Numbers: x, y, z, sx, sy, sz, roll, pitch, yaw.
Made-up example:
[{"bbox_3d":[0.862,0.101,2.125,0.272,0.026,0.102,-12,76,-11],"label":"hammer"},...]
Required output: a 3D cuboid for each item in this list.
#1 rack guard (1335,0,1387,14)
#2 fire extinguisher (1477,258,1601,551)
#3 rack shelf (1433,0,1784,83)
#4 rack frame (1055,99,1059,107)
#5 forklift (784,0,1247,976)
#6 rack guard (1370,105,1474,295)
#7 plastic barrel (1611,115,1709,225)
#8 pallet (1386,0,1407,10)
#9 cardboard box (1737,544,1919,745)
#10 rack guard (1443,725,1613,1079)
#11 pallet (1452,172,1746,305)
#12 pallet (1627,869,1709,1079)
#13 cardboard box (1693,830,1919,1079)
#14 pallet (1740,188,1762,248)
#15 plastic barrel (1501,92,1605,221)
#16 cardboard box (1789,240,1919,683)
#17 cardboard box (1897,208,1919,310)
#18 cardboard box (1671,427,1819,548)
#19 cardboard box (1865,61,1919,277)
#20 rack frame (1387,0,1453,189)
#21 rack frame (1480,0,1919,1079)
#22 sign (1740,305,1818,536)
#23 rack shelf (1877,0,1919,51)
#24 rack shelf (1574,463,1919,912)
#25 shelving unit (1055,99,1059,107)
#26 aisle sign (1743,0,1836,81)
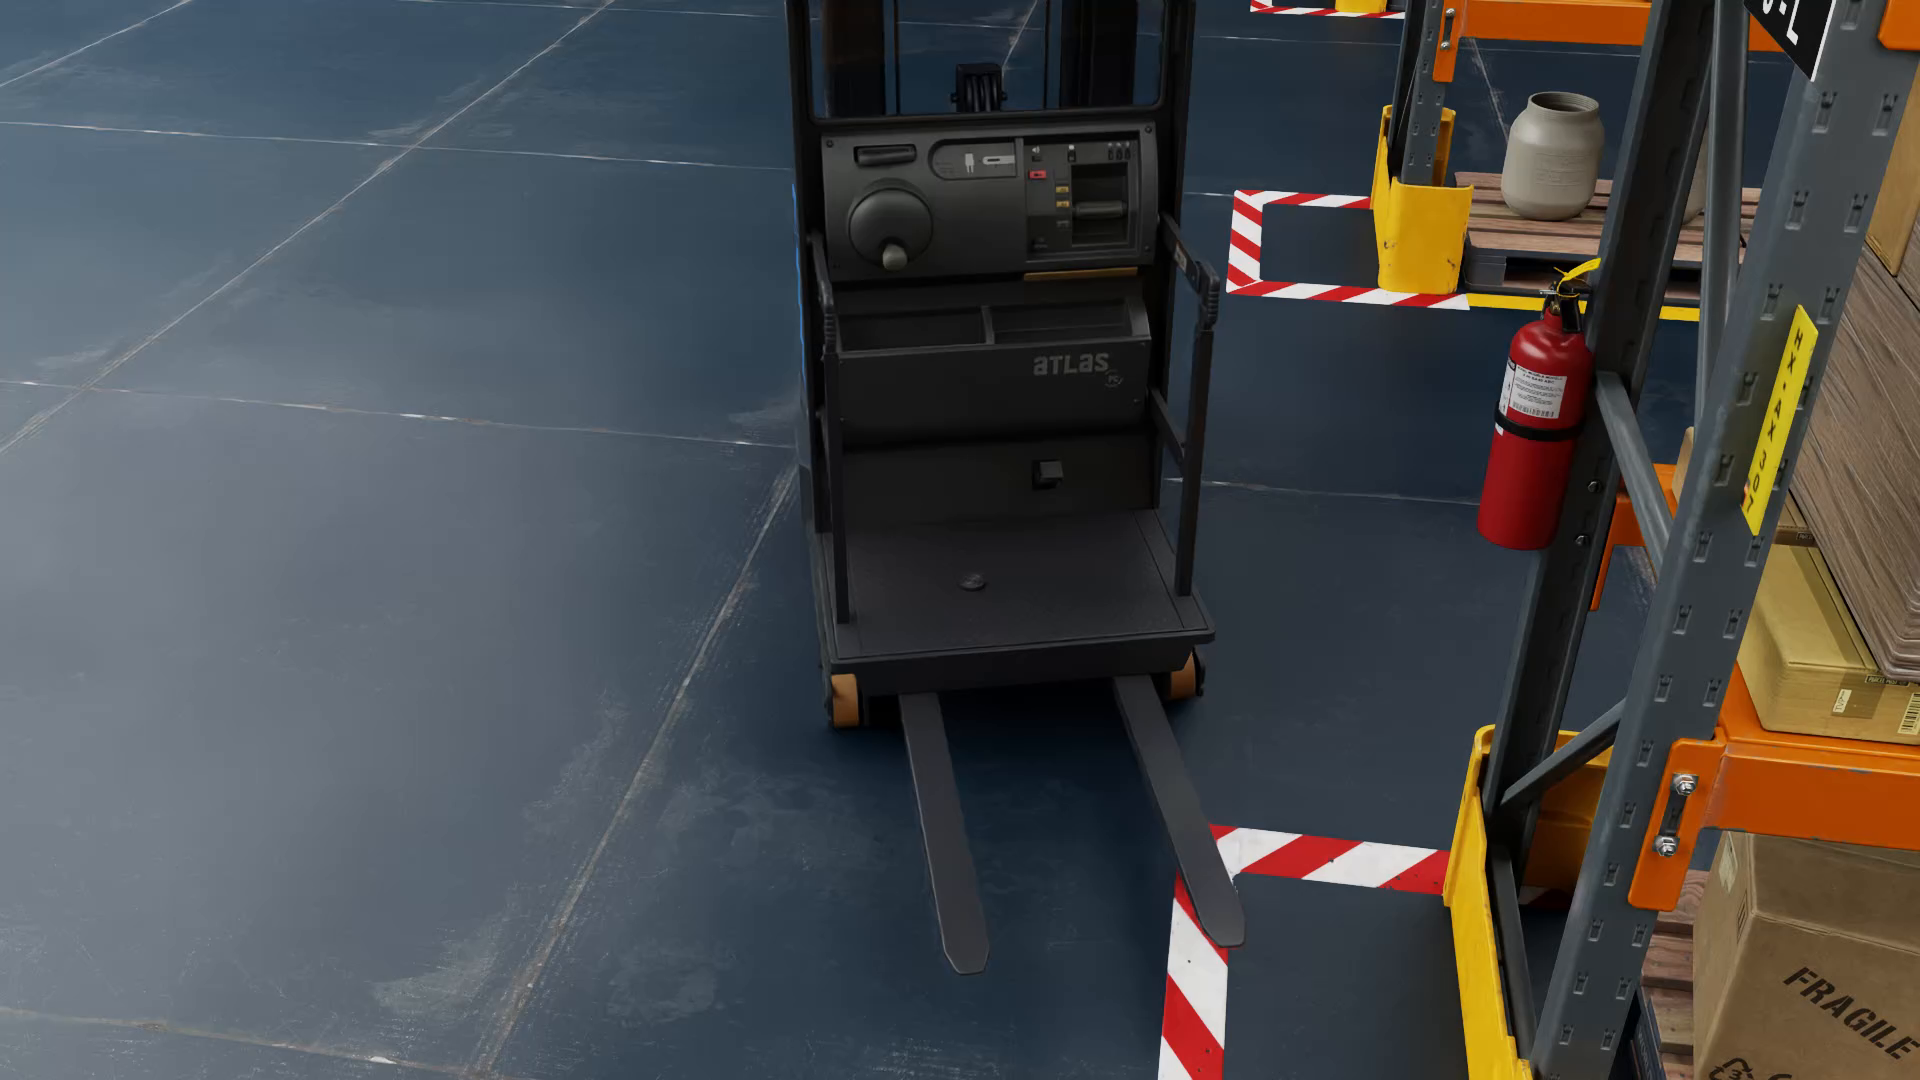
[{"bbox_3d":[2.905,-4.209,12.003,0.348,0.500,1.175,5,32,8],"label":"rack guard"},{"bbox_3d":[1.223,-0.304,3.481,0.183,0.674,0.296,5,32,8],"label":"fire extinguisher"},{"bbox_3d":[4.063,-2.192,7.103,4.000,0.370,1.077,5,32,8],"label":"rack shelf"},{"bbox_3d":[0.465,-1.081,6.346,0.240,1.200,0.006,7,33,11],"label":"rack frame"},{"bbox_3d":[0.119,-0.891,4.411,1.130,2.935,3.031,-4,32,-7],"label":"forklift"},{"bbox_3d":[2.174,-1.634,7.889,0.348,0.500,1.175,5,32,8],"label":"rack guard"},{"bbox_3d":[3.247,-1.736,7.645,0.421,0.512,0.421,0,32,0],"label":"plastic barrel"},{"bbox_3d":[3.689,-4.038,12.002,1.213,0.211,1.003,5,32,8],"label":"pallet"},{"bbox_3d":[1.499,0.171,2.886,0.250,0.149,0.380,5,32,8],"label":"cardboard box"},{"bbox_3d":[1.333,0.981,3.712,0.348,0.500,1.175,5,32,8],"label":"rack guard"},{"bbox_3d":[2.974,-1.436,7.846,1.213,0.211,1.003,5,32,8],"label":"pallet"},{"bbox_3d":[2.128,1.194,3.643,1.213,0.211,1.003,5,32,8],"label":"pallet"},{"bbox_3d":[1.871,0.861,3.508,0.500,0.500,0.500,11,34,17],"label":"cardboard box"},{"bbox_3d":[4.173,-1.326,7.670,1.213,0.211,1.003,5,32,8],"label":"pallet"},{"bbox_3d":[2.753,-1.780,7.716,0.421,0.512,0.421,0,32,0],"label":"plastic barrel"},{"bbox_3d":[1.795,-0.190,2.852,0.500,0.500,0.875,5,32,8],"label":"cardboard box"},{"bbox_3d":[1.754,-0.486,2.382,0.500,0.500,0.500,5,32,8],"label":"cardboard box"},{"bbox_3d":[1.574,-0.061,3.258,0.250,0.149,0.380,5,32,8],"label":"cardboard box"},{"bbox_3d":[1.842,-0.758,2.817,0.500,0.500,0.500,5,32,8],"label":"cardboard box"},{"bbox_3d":[2.091,-2.676,7.198,0.127,3.000,1.000,5,32,8],"label":"rack frame"},{"bbox_3d":[1.258,-0.085,3.059,0.127,3.000,1.000,5,32,8],"label":"rack frame"},{"bbox_3d":[1.167,-0.169,2.376,0.005,0.325,0.100,5,32,8],"label":"sign"},{"bbox_3d":[3.229,-0.873,2.169,4.000,0.370,1.077,5,32,8],"label":"rack shelf"},{"bbox_3d":[3.229,0.398,2.965,4.000,0.370,1.077,5,32,8],"label":"rack shelf"},{"bbox_3d":[0.444,-1.034,6.270,0.258,1.200,0.189,7,33,11],"label":"shelving unit"},{"bbox_3d":[1.146,-1.036,2.128,0.004,0.787,0.394,5,32,8],"label":"aisle sign"}]
